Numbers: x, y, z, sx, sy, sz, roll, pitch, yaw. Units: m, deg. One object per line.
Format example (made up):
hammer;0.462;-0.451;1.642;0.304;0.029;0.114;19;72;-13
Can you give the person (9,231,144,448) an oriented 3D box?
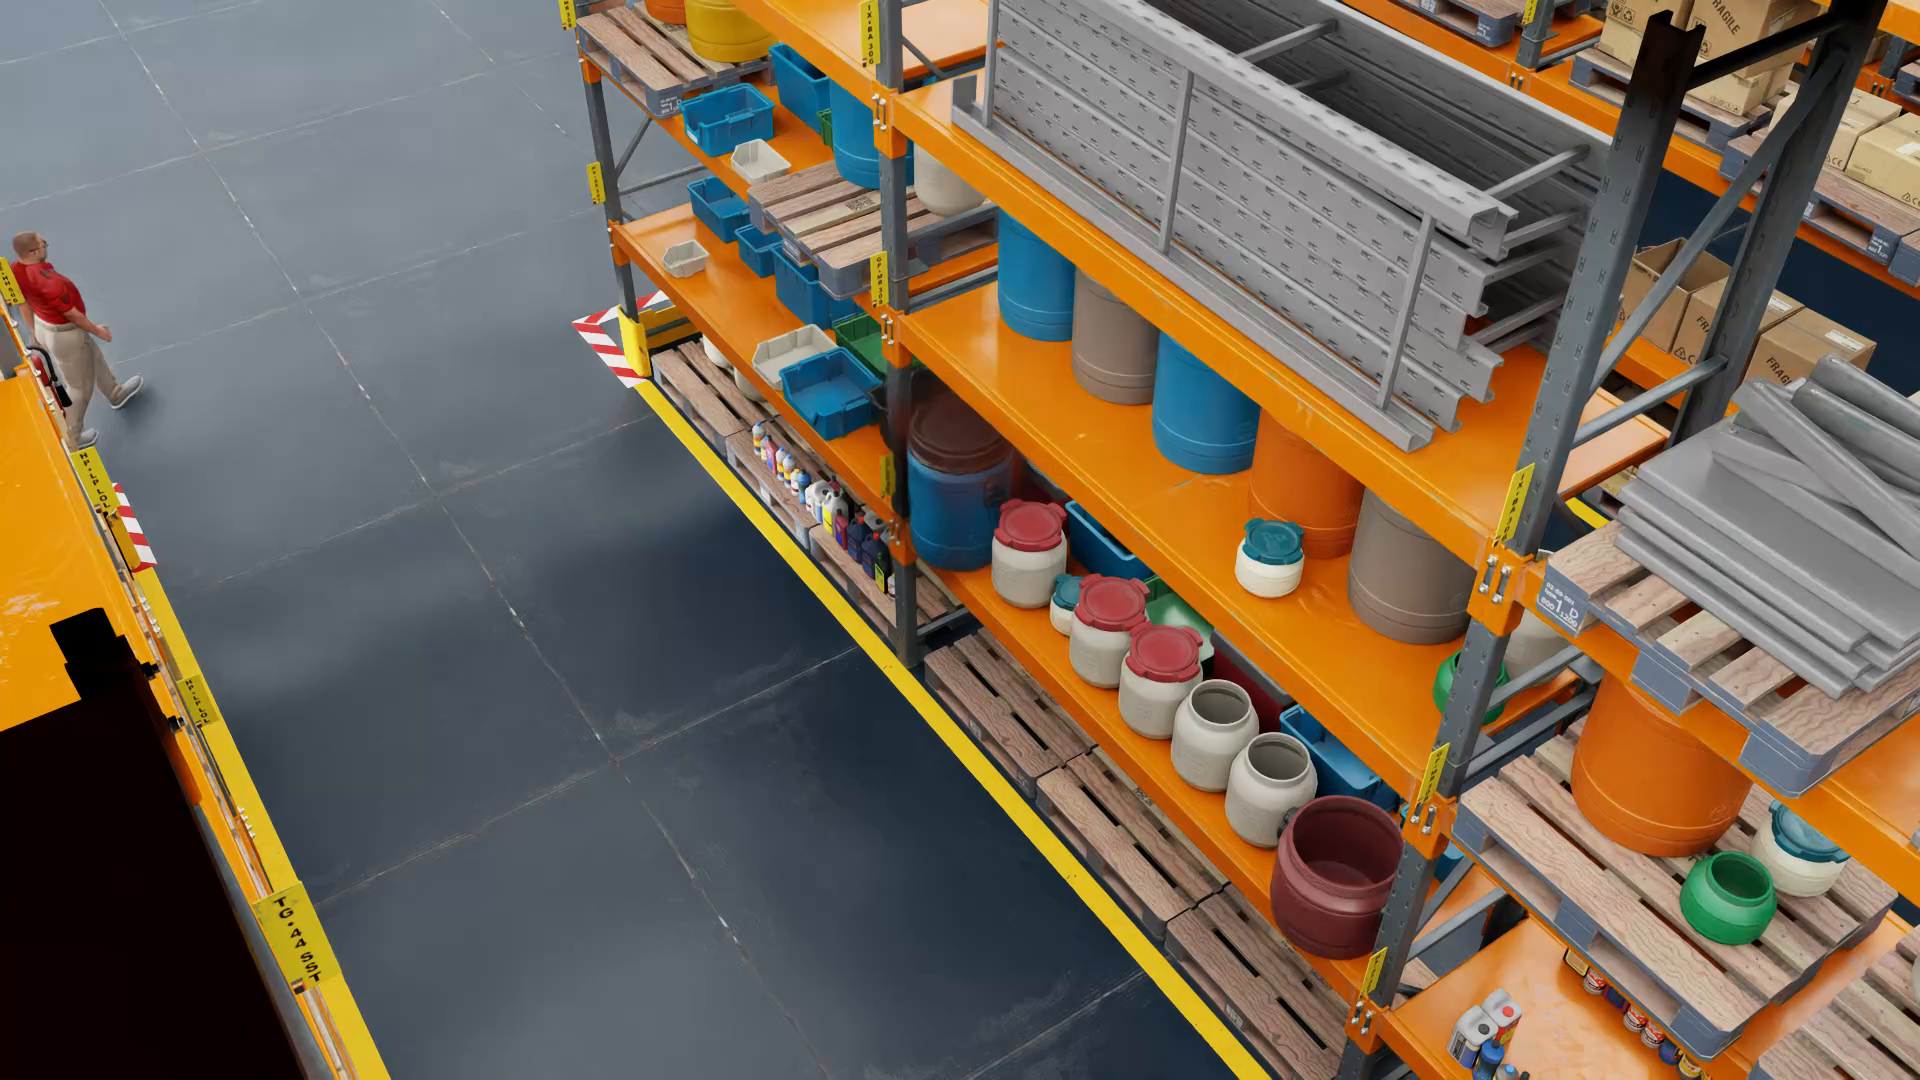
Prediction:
person;-6.520;-1.518;12.164;0.529;1.702;0.875;28;49;27
